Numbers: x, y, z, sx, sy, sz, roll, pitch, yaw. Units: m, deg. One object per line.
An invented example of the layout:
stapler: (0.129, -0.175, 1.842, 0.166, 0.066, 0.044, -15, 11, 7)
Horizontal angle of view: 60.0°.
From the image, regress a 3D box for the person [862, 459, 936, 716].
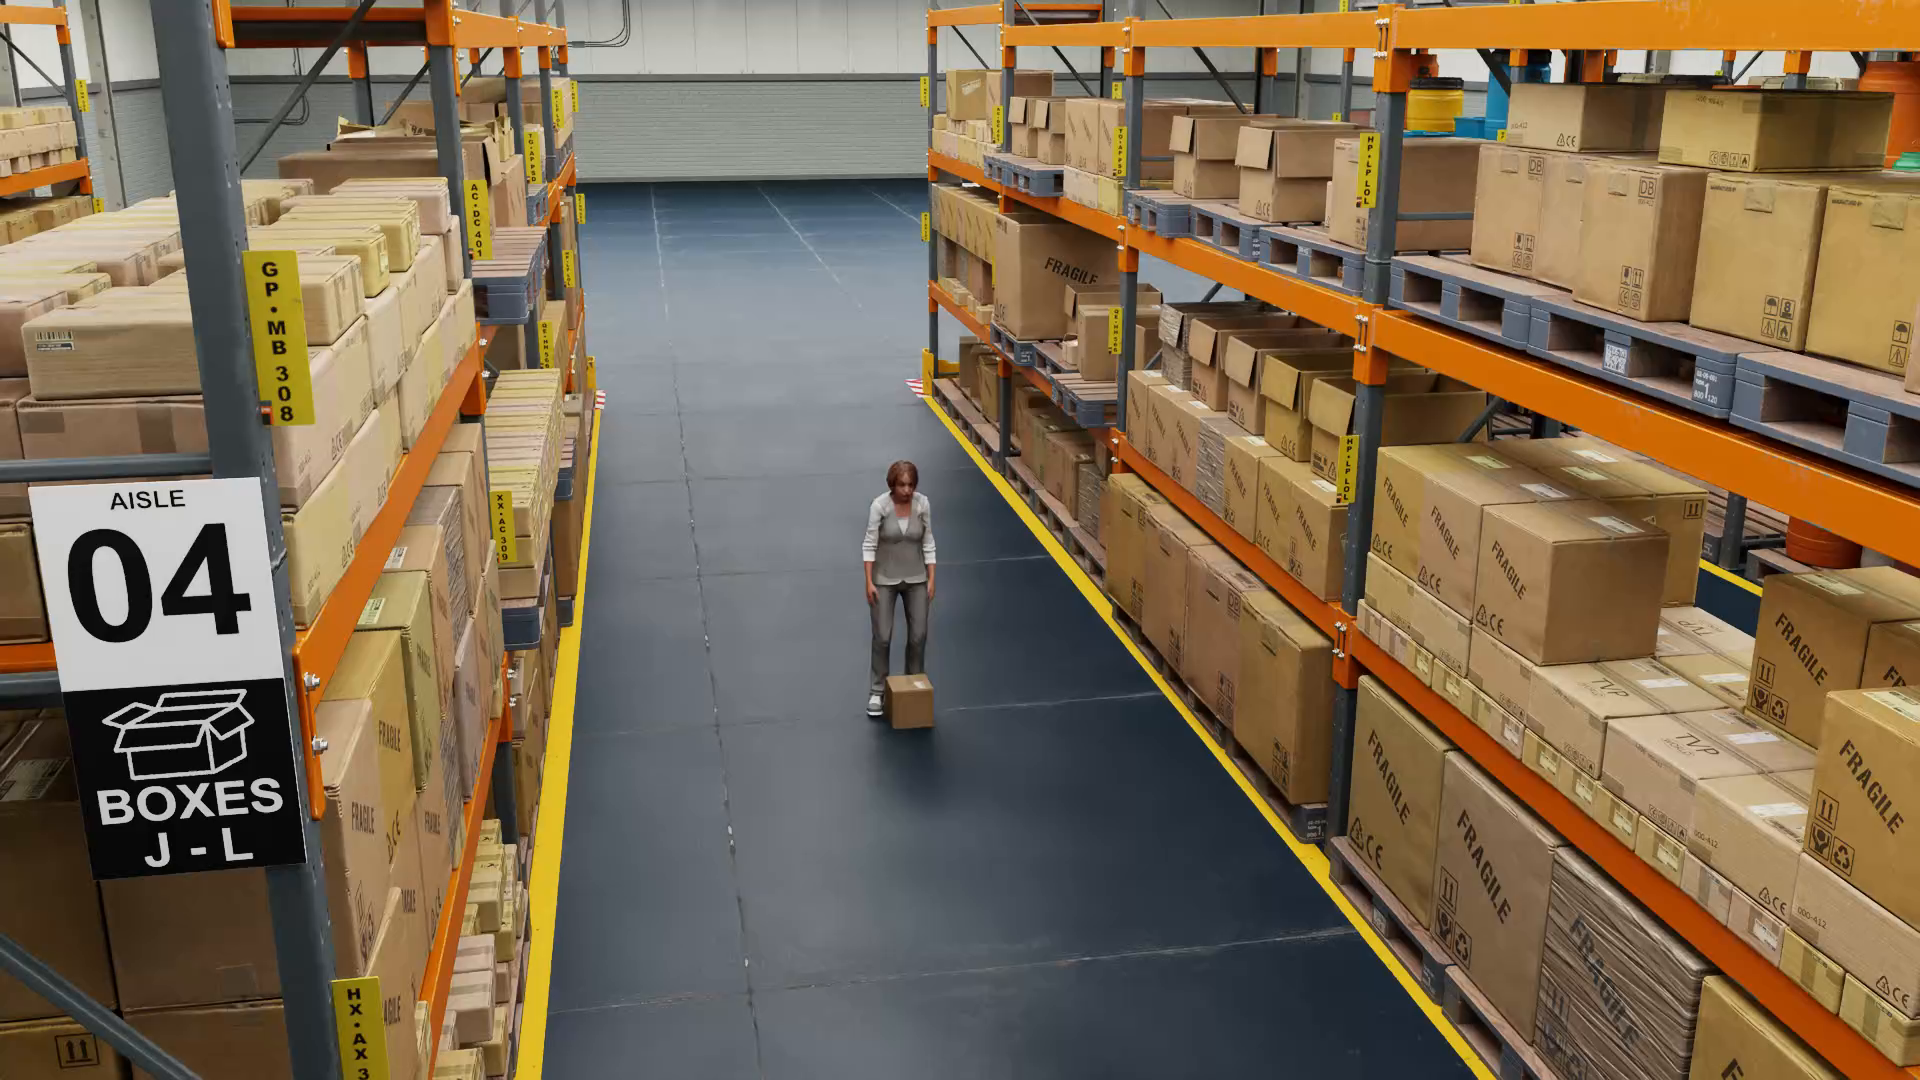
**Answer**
person: (-0.366, 0.274, 10.142, 0.462, 1.593, 0.344, -4, 17, -12)
